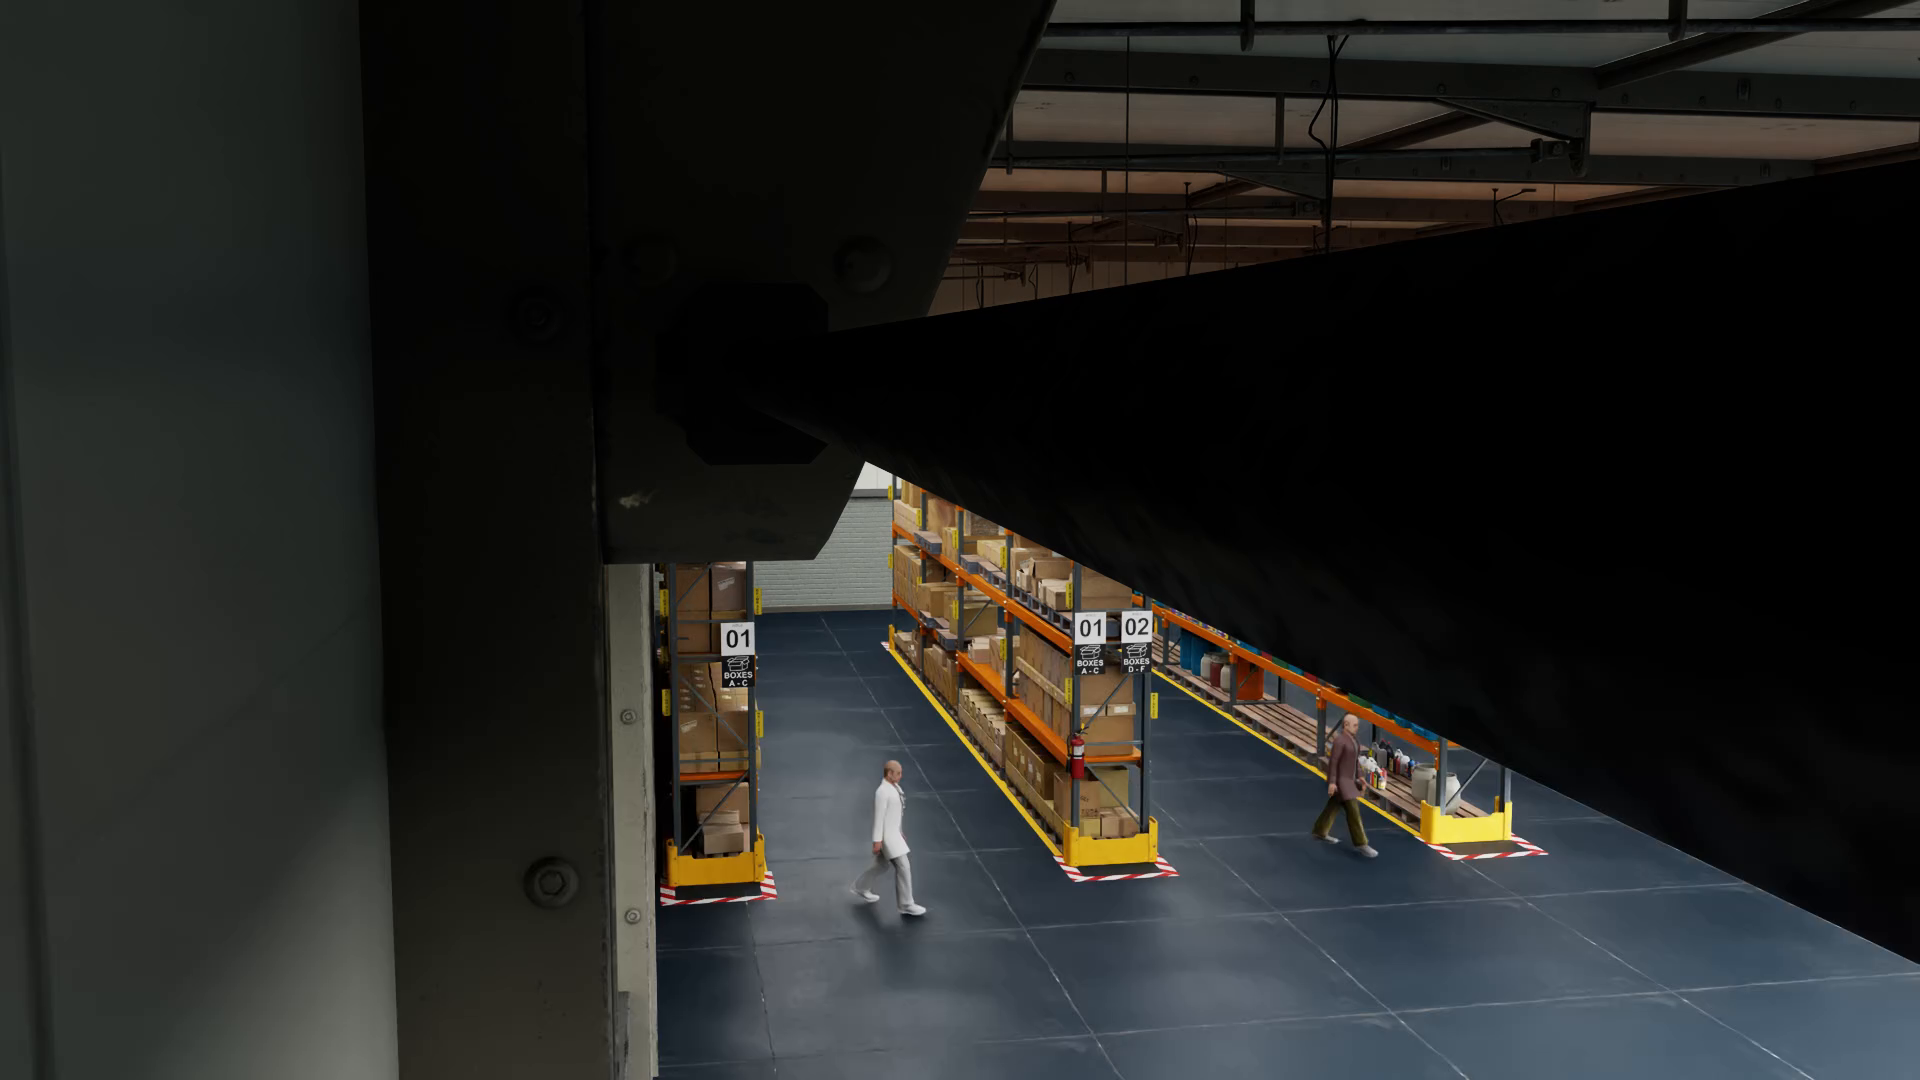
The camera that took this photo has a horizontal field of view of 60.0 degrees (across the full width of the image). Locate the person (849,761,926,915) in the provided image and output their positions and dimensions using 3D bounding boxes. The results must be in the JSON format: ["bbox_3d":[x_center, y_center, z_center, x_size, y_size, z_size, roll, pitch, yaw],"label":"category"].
[{"bbox_3d":[-0.825,3.396,19.177,0.947,1.743,0.589,1,6,8],"label":"person"}]

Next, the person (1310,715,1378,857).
[{"bbox_3d":[5.006,3.126,21.514,0.956,1.753,0.600,3,7,25],"label":"person"}]
